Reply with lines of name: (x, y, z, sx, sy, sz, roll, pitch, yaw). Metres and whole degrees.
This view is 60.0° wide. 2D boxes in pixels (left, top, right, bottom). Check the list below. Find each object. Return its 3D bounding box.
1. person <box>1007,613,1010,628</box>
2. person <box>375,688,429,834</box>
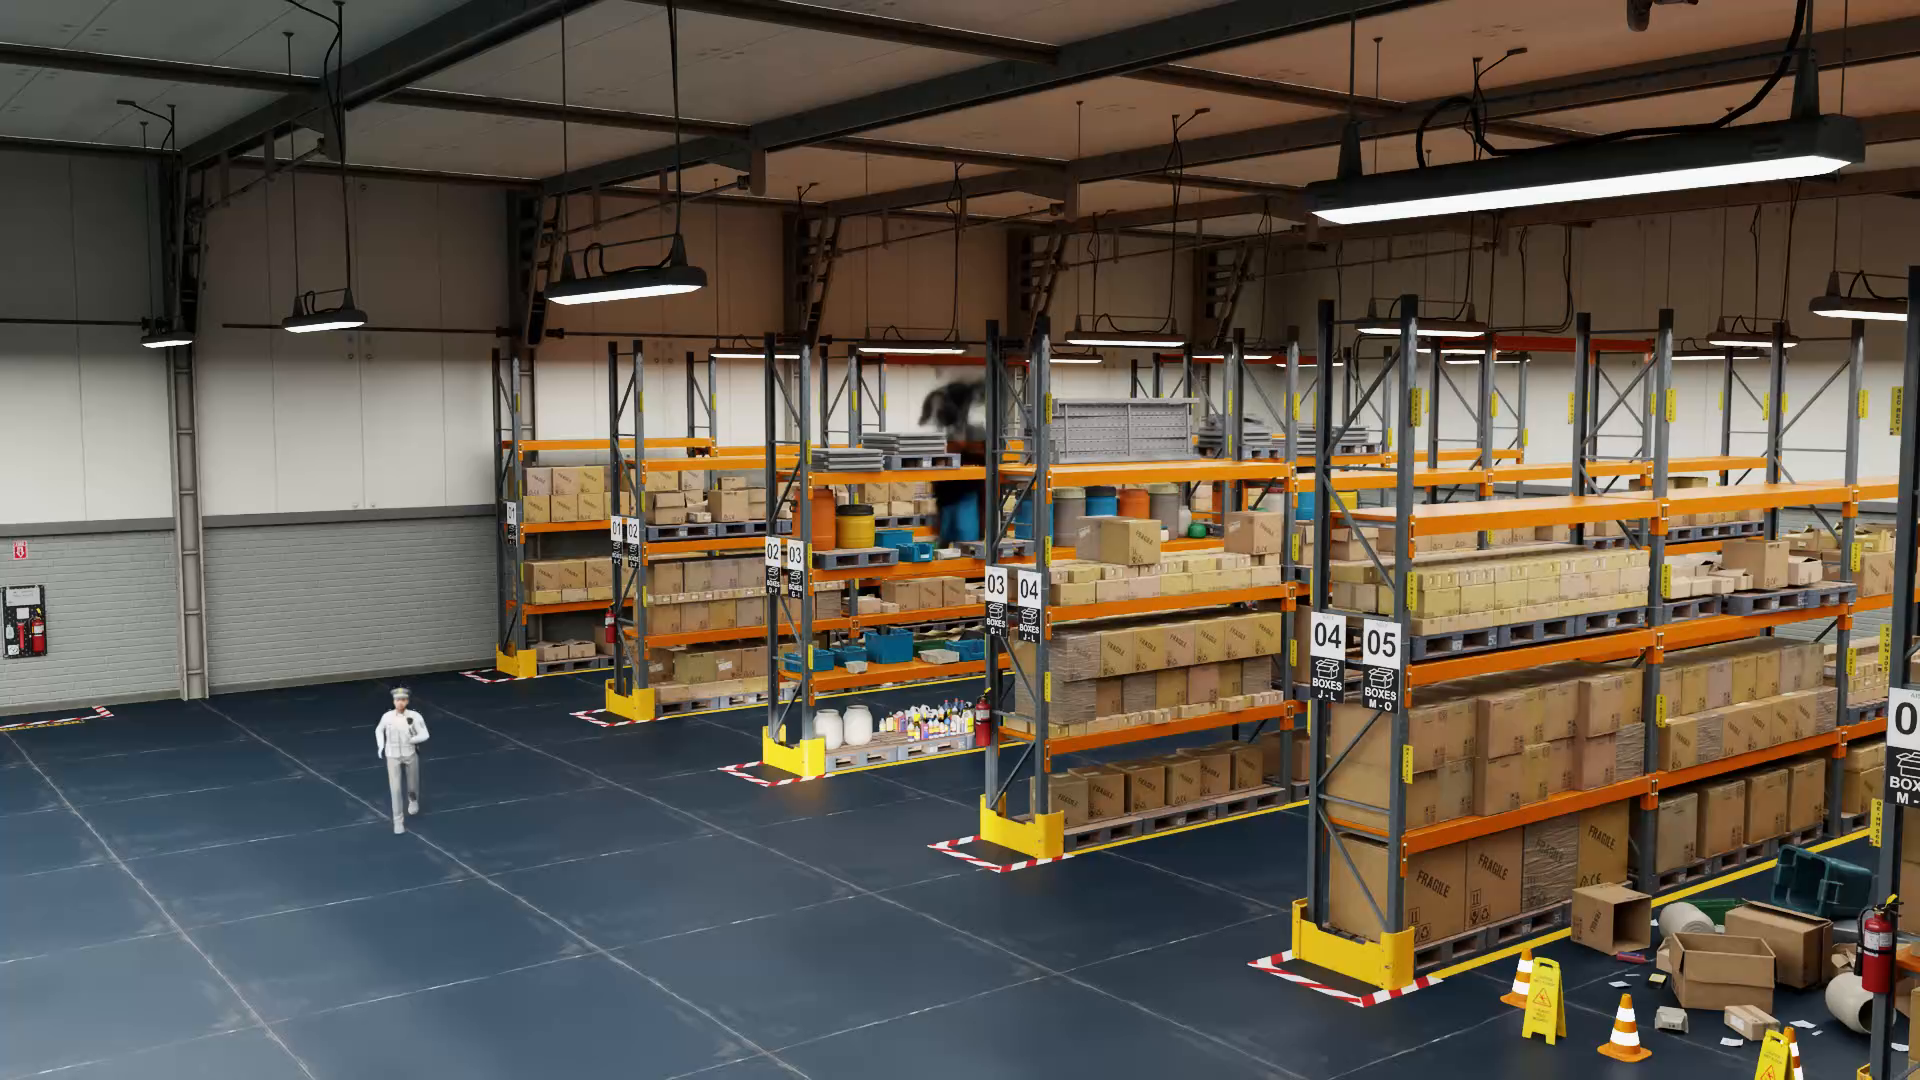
person: (0.920, 1.271, 34.547, 0.655, 1.721, 0.609, 4, 7, 41)
person: (-6.635, 2.578, 19.781, 0.622, 1.671, 0.887, -1, 5, -14)
